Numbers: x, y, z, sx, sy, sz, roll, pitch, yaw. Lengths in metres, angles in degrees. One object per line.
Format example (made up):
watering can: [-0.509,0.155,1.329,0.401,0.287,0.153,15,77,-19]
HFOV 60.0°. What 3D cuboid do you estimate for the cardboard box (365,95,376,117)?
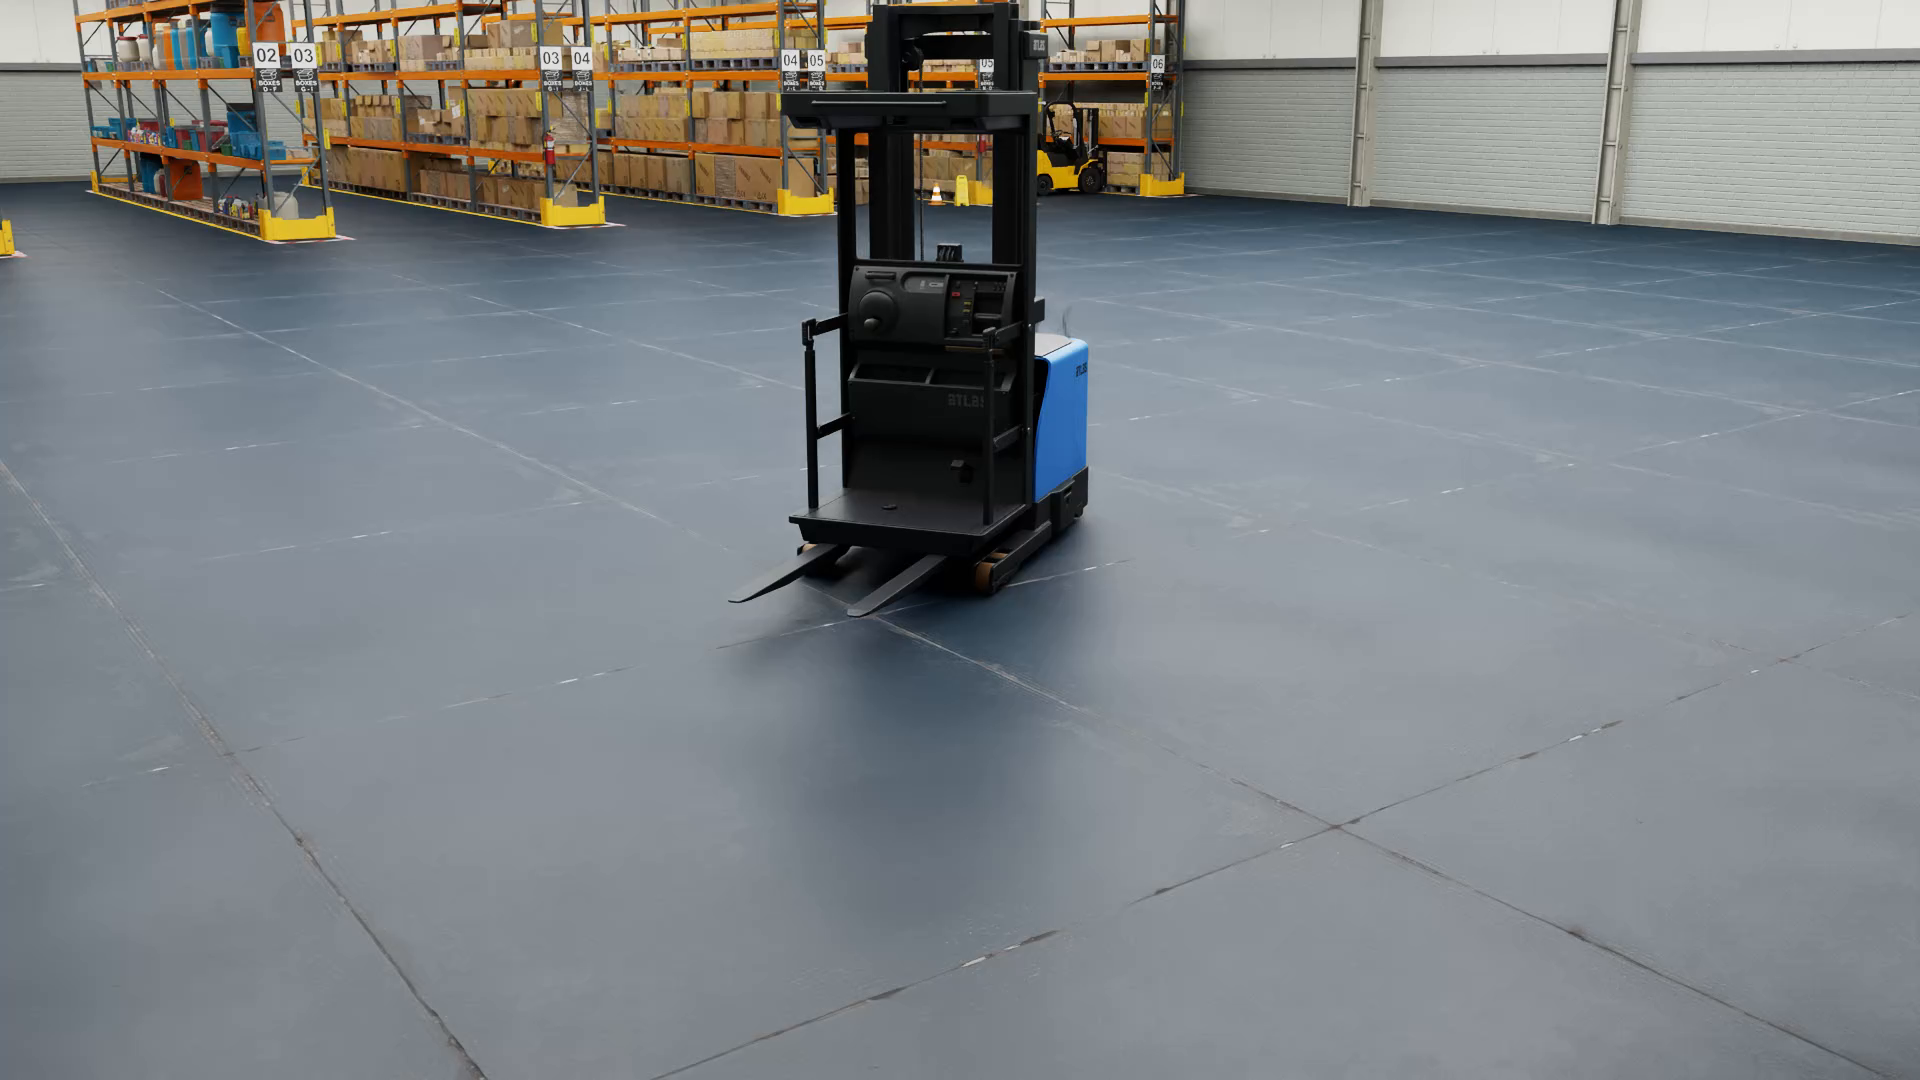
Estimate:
cardboard box: [-13.507,-10.186,39.021,0.797,0.503,0.637,-11,19,-34]

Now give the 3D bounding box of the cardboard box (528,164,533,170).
cardboard box: [-11.229,-9.905,44.126,0.380,0.149,0.250,-10,18,-33]

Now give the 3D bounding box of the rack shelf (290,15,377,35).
rack shelf: [-15.459,-12.718,41.119,1.077,0.370,4.000,-11,19,-35]

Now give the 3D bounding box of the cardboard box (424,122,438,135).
cardboard box: [-11.132,-8.820,35.608,0.500,0.250,0.500,-12,19,-36]

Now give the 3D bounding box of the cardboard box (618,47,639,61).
cardboard box: [-7.612,-11.298,38.674,0.500,0.311,0.500,-11,19,-34]

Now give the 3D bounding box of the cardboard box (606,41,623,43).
cardboard box: [-8.360,-11.984,40.356,0.396,0.266,0.258,-11,19,-35]

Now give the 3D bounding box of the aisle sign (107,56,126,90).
aisle sign: [-20.447,-11.338,40.394,0.394,0.787,0.004,-11,19,-35]

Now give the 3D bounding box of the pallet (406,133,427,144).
pallet: [-11.426,-8.855,36.612,1.213,0.211,1.003,-11,19,-35]

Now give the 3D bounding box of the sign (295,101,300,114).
sign: [-17.088,-11.163,42.889,0.100,0.325,0.005,-11,19,-35]

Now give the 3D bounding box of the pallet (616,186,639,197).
pallet: [-7.457,-8.307,39.526,1.003,0.211,1.213,-11,19,-35]

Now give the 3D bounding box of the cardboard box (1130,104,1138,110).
cardboard box: [4.250,-10.281,39.475,0.380,0.149,0.250,-11,19,-34]

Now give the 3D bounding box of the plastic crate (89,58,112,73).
plastic crate: [-19.966,-11.071,38.779,0.504,0.338,0.767,-11,19,-35]

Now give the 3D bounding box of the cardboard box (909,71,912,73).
cardboard box: [-0.972,-10.770,38.037,0.380,0.149,0.250,-12,19,-36]

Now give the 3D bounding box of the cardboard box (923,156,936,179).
cardboard box: [-0.494,-8.502,37.949,0.500,0.500,0.500,-11,19,-36]

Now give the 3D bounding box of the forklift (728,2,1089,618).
forklift: [-0.224,-1.259,8.624,1.130,2.935,3.031,6,16,20]

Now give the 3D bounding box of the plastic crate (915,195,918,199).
plastic crate: [-1.304,-7.897,38.277,0.583,0.080,0.402,10,18,33]

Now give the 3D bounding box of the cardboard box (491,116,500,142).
cardboard box: [-8.724,-8.112,32.779,0.875,0.500,0.500,-11,19,-35]

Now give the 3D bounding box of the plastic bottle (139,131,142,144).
plastic bottle: [-17.645,-8.704,35.930,0.152,0.276,0.135,-11,19,-35]

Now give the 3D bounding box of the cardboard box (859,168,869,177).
cardboard box: [-1.874,-8.814,40.280,0.950,0.372,0.625,-11,19,-34]

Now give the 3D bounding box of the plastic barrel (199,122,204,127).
plastic barrel: [-15.160,-8.182,33.577,0.421,0.512,0.421,0,15,0]

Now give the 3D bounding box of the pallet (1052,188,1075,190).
pallet: [2.883,-9.018,42.123,1.003,0.211,1.213,-11,19,-35]

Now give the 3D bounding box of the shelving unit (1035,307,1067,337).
shelving unit: [0.537,-0.840,10.360,0.189,1.200,0.258,4,16,7]

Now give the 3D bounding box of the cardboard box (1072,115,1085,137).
cardboard box: [3.117,-10.235,41.100,0.500,0.500,0.500,-11,19,-35]

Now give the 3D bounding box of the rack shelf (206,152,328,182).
rack shelf: [-12.410,-6.686,29.687,1.077,0.370,4.000,-11,19,-35]

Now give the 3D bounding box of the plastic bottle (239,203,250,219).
plastic bottle: [-12.794,-5.887,29.729,0.152,0.276,0.135,-11,19,-34]

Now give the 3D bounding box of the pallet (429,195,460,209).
pallet: [-10.760,-7.311,35.888,1.003,0.211,1.213,-11,19,-35]

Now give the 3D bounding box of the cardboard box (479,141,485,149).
cardboard box: [-9.391,-7.911,33.274,0.380,0.149,0.250,-11,19,-35]

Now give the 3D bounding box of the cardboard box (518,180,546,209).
cardboard box: [-8.313,-6.767,32.558,0.500,0.500,0.500,-9,18,-29]

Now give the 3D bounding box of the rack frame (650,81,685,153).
rack frame: [-8.619,-12.330,48.943,1.000,3.000,0.127,-11,19,-35]

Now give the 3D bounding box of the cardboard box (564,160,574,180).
cardboard box: [-9.680,-9.371,42.072,0.500,0.500,0.500,-10,18,-32]

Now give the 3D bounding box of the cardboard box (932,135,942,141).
cardboard box: [-0.413,-9.101,37.622,0.380,0.149,0.250,-11,19,-35]

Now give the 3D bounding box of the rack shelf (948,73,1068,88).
rack shelf: [1.273,-12.066,43.658,1.077,0.370,4.000,-11,19,-35]

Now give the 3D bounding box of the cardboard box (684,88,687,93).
cardboard box: [-7.563,-12.668,46.868,0.380,0.149,0.250,-11,19,-35]

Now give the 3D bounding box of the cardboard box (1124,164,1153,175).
cardboard box: [4.262,-8.857,39.722,0.500,0.250,0.500,-11,19,-35]

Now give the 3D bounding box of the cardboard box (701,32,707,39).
cardboard box: [-5.269,-10.700,35.286,0.380,0.149,0.250,-11,19,-35]

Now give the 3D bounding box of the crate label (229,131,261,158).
crate label: [-12.535,-6.974,29.309,0.502,0.435,0.616,-11,19,-35]

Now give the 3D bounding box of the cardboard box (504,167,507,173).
cardboard box: [-12.295,-10.163,45.630,0.380,0.149,0.250,-11,19,-35]

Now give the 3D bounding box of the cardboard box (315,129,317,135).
cardboard box: [-16.088,-10.324,42.092,0.380,0.149,0.250,-11,19,-36]

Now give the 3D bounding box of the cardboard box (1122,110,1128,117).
cardboard box: [4.093,-10.191,39.711,0.380,0.149,0.250,-10,18,-34]

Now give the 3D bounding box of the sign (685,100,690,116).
sign: [-5.941,-9.412,36.237,0.100,0.325,0.005,-11,19,-35]

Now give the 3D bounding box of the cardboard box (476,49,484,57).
cardboard box: [-9.283,-9.571,32.710,0.380,0.149,0.250,-11,19,-34]

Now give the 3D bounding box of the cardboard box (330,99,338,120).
cardboard box: [-15.061,-10.535,40.684,0.500,0.500,0.500,-11,19,-34]

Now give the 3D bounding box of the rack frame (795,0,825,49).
rack frame: [-4.606,-15.995,50.969,1.000,3.000,0.127,-11,19,-35]

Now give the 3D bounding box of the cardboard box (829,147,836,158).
cardboard box: [-3.622,-11.636,50.347,0.500,0.500,0.500,-10,18,-34]

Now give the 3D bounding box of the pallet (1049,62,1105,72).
pallet: [2.972,-11.765,41.364,1.003,0.211,1.213,-11,19,-35]

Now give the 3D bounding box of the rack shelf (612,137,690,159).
rack shelf: [-6.684,-9.058,38.350,1.077,0.370,4.000,-11,19,-35]

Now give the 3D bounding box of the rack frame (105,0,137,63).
rack frame: [-18.290,-12.062,36.602,1.000,3.000,0.127,-11,19,-35]

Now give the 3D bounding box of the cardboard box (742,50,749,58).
cardboard box: [-4.225,-9.936,34.004,0.380,0.149,0.250,-11,19,-35]

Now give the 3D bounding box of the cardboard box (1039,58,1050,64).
cardboard box: [2.109,-12.327,42.741,0.380,0.149,0.250,-11,19,-35]

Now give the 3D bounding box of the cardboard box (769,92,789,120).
cardboard box: [-3.343,-8.802,33.724,0.875,0.550,0.550,-11,19,-35]

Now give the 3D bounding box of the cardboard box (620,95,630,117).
cardboard box: [-7.604,-10.265,39.315,0.700,0.500,0.500,-11,19,-35]

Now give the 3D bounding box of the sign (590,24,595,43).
sign: [-6.789,-9.328,30.637,0.100,0.325,0.005,-11,19,-35]

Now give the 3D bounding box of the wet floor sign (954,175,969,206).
wet floor sign: [0.035,-7.571,36.016,0.267,0.644,0.232,-4,16,-15]

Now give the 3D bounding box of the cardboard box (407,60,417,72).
cardboard box: [-11.560,-10.208,35.794,0.500,0.250,0.500,-10,18,-33]
